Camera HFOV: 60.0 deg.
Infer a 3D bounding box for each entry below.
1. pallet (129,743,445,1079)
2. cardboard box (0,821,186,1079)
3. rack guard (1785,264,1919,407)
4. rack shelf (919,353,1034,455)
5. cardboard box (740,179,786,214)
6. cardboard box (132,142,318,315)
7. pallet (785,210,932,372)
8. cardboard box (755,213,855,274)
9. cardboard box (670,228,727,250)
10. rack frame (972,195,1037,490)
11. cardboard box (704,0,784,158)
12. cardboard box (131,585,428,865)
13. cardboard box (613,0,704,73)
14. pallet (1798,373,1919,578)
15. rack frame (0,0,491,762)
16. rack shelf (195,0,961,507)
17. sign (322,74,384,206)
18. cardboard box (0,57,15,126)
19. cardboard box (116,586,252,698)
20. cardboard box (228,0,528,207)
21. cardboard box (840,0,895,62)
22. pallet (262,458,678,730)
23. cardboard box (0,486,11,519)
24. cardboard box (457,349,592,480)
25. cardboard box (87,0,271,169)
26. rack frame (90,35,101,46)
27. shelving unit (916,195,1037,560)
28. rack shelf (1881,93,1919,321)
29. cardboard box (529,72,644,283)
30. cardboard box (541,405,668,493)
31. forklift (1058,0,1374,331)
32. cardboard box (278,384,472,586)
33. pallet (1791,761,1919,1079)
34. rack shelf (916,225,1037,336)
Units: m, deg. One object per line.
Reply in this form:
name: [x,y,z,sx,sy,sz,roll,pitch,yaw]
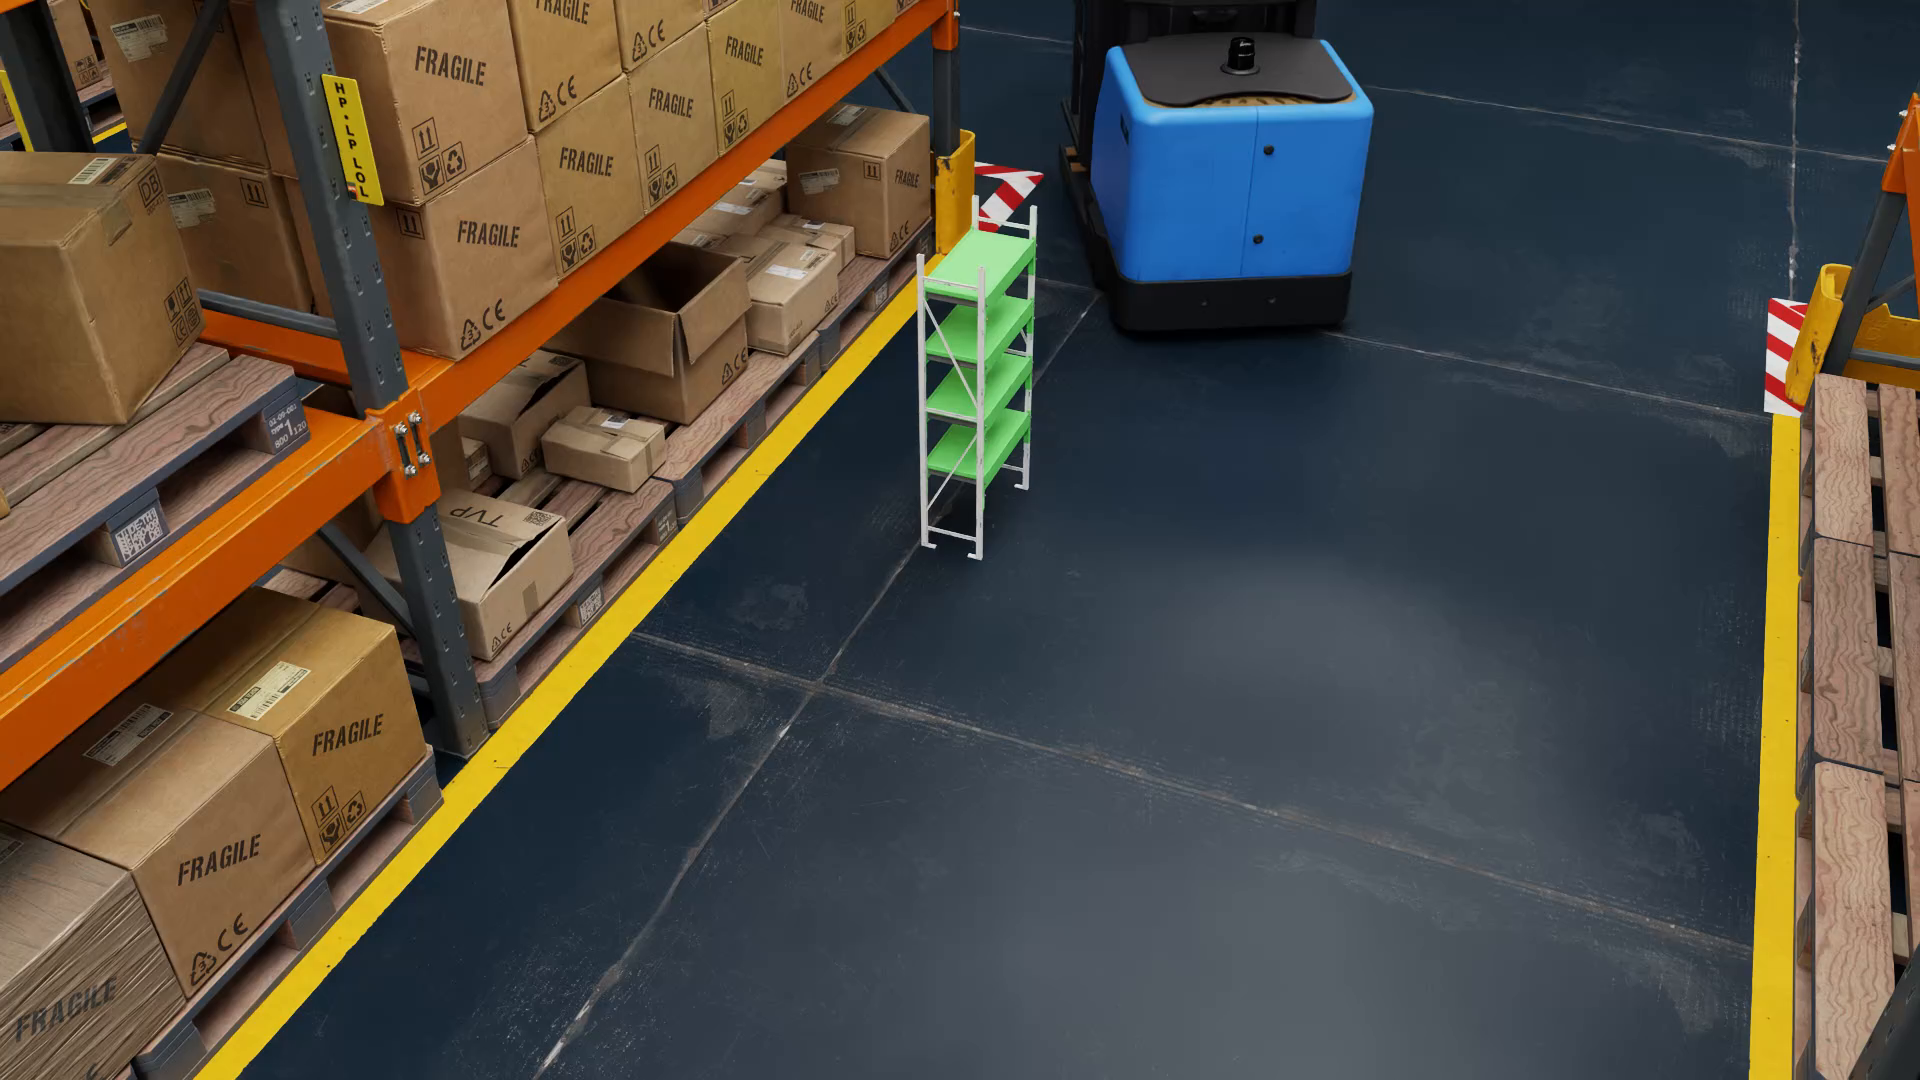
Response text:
pallet: [-2.281,0.935,4.823,1.003,0.211,1.213,14,39,18]
cardboard box: [-2.316,1.072,4.031,0.500,0.500,0.500,14,39,18]
rack guard: [4.092,-0.740,6.823,1.175,0.500,0.348,14,39,18]
rack shelf: [0.063,-0.521,6.052,0.258,0.148,0.480,14,39,18]
cardboard box: [-1.057,-1.605,7.891,0.380,0.166,0.250,14,39,18]
cardboard box: [-2.054,-1.016,5.021,0.500,0.500,0.500,14,39,18]
pallet: [-0.816,-1.255,7.753,1.003,0.211,1.213,14,39,18]
cardboard box: [-0.701,-1.336,7.531,0.380,0.166,0.250,14,39,18]
cardboard box: [-1.334,-1.141,7.200,0.500,0.250,0.500,14,39,18]
rack frame: [0.156,-0.707,6.194,0.240,1.200,0.015,14,39,18]
cardboard box: [-0.984,-1.744,5.994,0.500,0.500,0.500,13,39,17]
cardboard box: [-1.929,0.522,4.766,0.500,0.500,0.500,14,39,17]
cardboard box: [-1.175,-1.849,5.299,0.500,0.500,0.500,13,39,16]
pallet: [3.745,-0.161,6.289,1.003,0.211,1.213,14,39,18]
rack frame: [-2.007,-0.641,4.602,1.000,3.000,0.127,14,39,18]
rack shelf: [-1.246,-1.460,6.299,1.077,0.370,4.000,14,39,18]
sign: [-1.492,-0.981,4.089,0.100,0.325,0.005,14,39,18]
cardboard box: [-5.431,-2.462,8.775,0.700,0.500,0.500,14,39,18]
cardboard box: [-2.416,0.396,4.935,0.500,0.500,0.500,12,38,16]
cardboard box: [-1.567,-1.279,4.536,0.500,0.500,0.500,15,39,19]
cardboard box: [-0.597,-2.298,6.735,0.500,0.500,0.500,14,39,18]
pallet: [-1.744,0.096,5.946,1.003,0.211,1.213,14,39,18]
cardboard box: [-2.597,-0.243,3.635,0.700,0.500,0.500,20,41,25]
cardboard box: [-1.767,-0.536,6.340,0.500,0.311,0.500,14,39,18]
cardboard box: [-2.054,-1.421,4.727,0.500,0.500,0.500,14,39,18]
rack frame: [-5.067,-3.982,9.072,1.000,3.000,0.127,14,39,18]
shelving unit: [0.063,-0.572,6.013,0.258,1.200,0.503,14,39,18]
rack shelf: [3.334,-0.330,4.787,1.077,0.370,4.000,14,39,18]
cardboard box: [-1.369,-1.186,5.247,0.500,0.500,0.500,15,39,19]
cardboard box: [-1.327,-0.347,6.208,0.380,0.166,0.250,14,39,18]
forklift: [1.110,-2.964,7.767,1.130,2.935,3.031,-3,37,-4]
cardboard box: [-2.052,-0.196,5.728,0.500,0.500,0.500,14,39,18]
pallet: [2.817,1.190,4.481,1.003,0.211,1.213,14,39,18]
rack shelf: [0.063,-0.906,5.764,0.258,0.148,0.480,14,39,18]
